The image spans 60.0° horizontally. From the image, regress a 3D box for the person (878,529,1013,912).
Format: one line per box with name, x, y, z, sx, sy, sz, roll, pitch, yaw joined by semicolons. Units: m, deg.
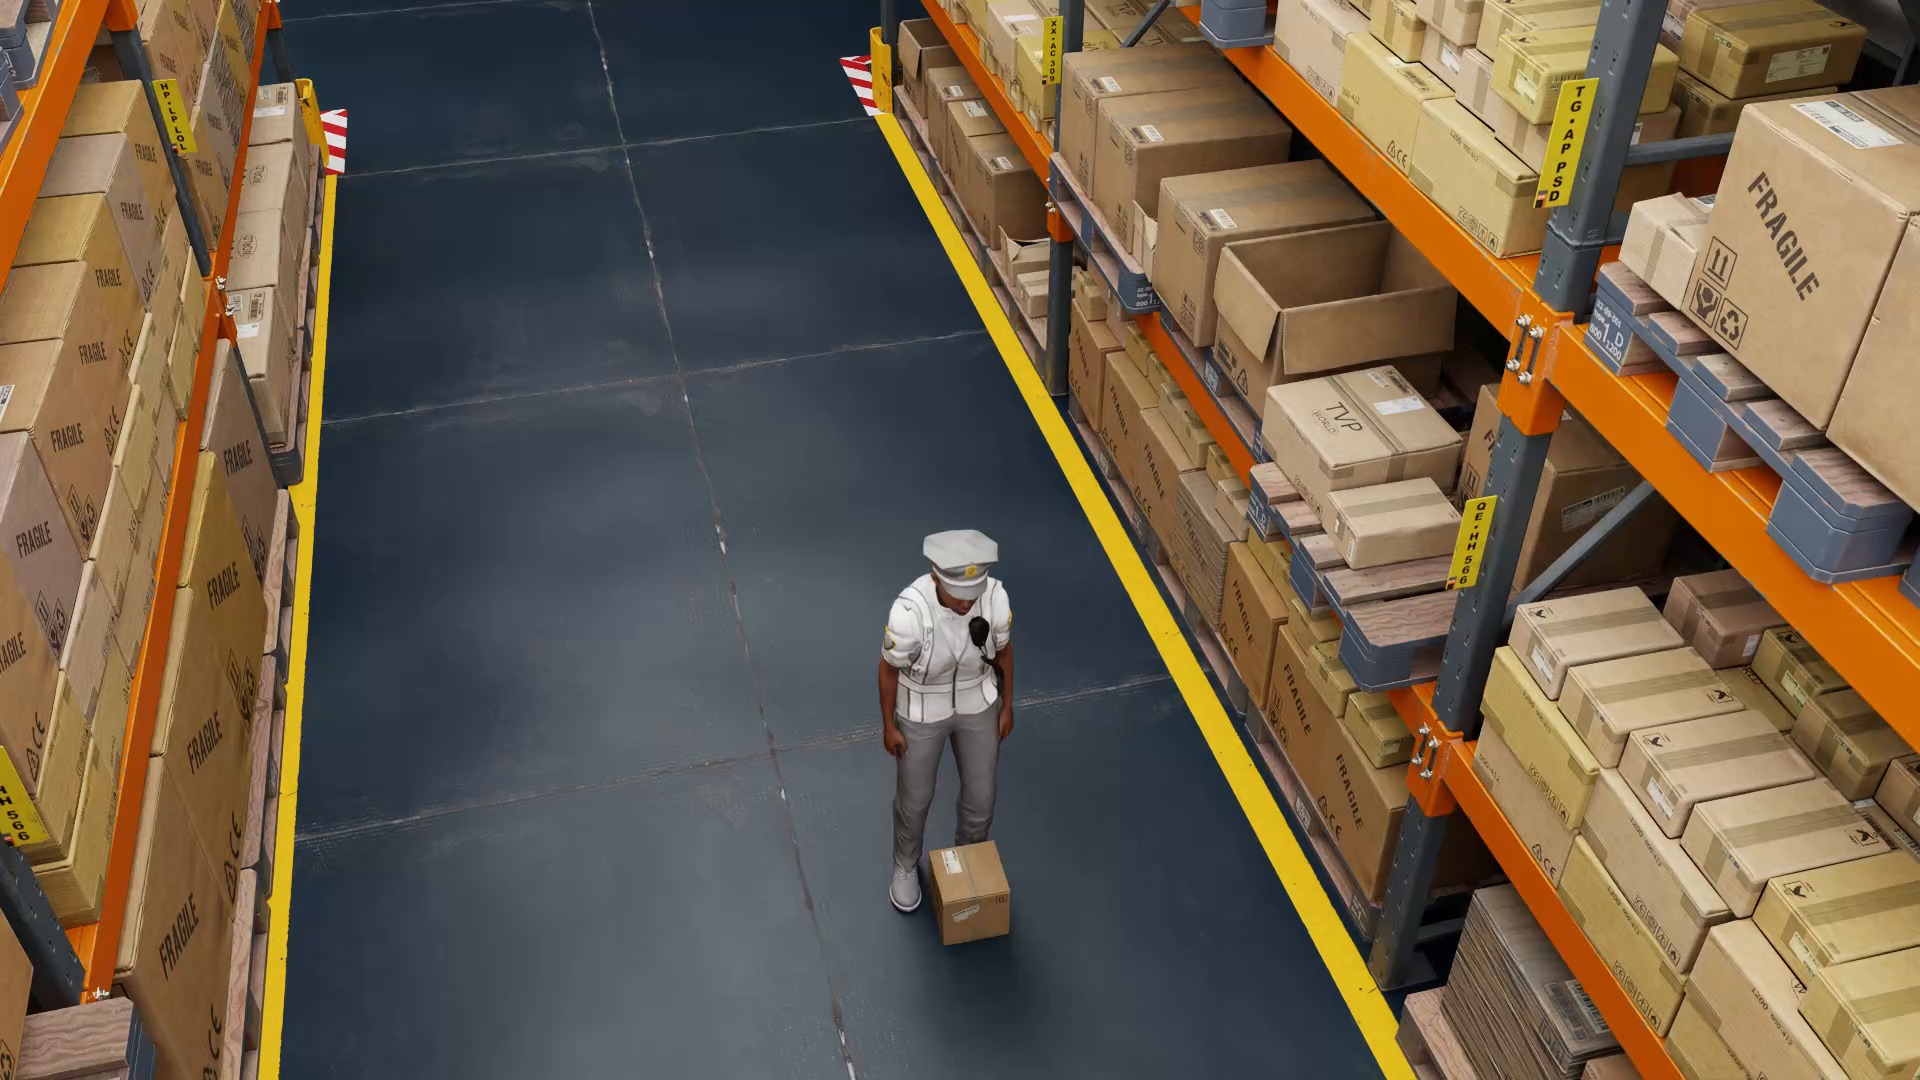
person;-0.042;0.631;5.920;0.503;1.656;0.422;-10;39;-12
